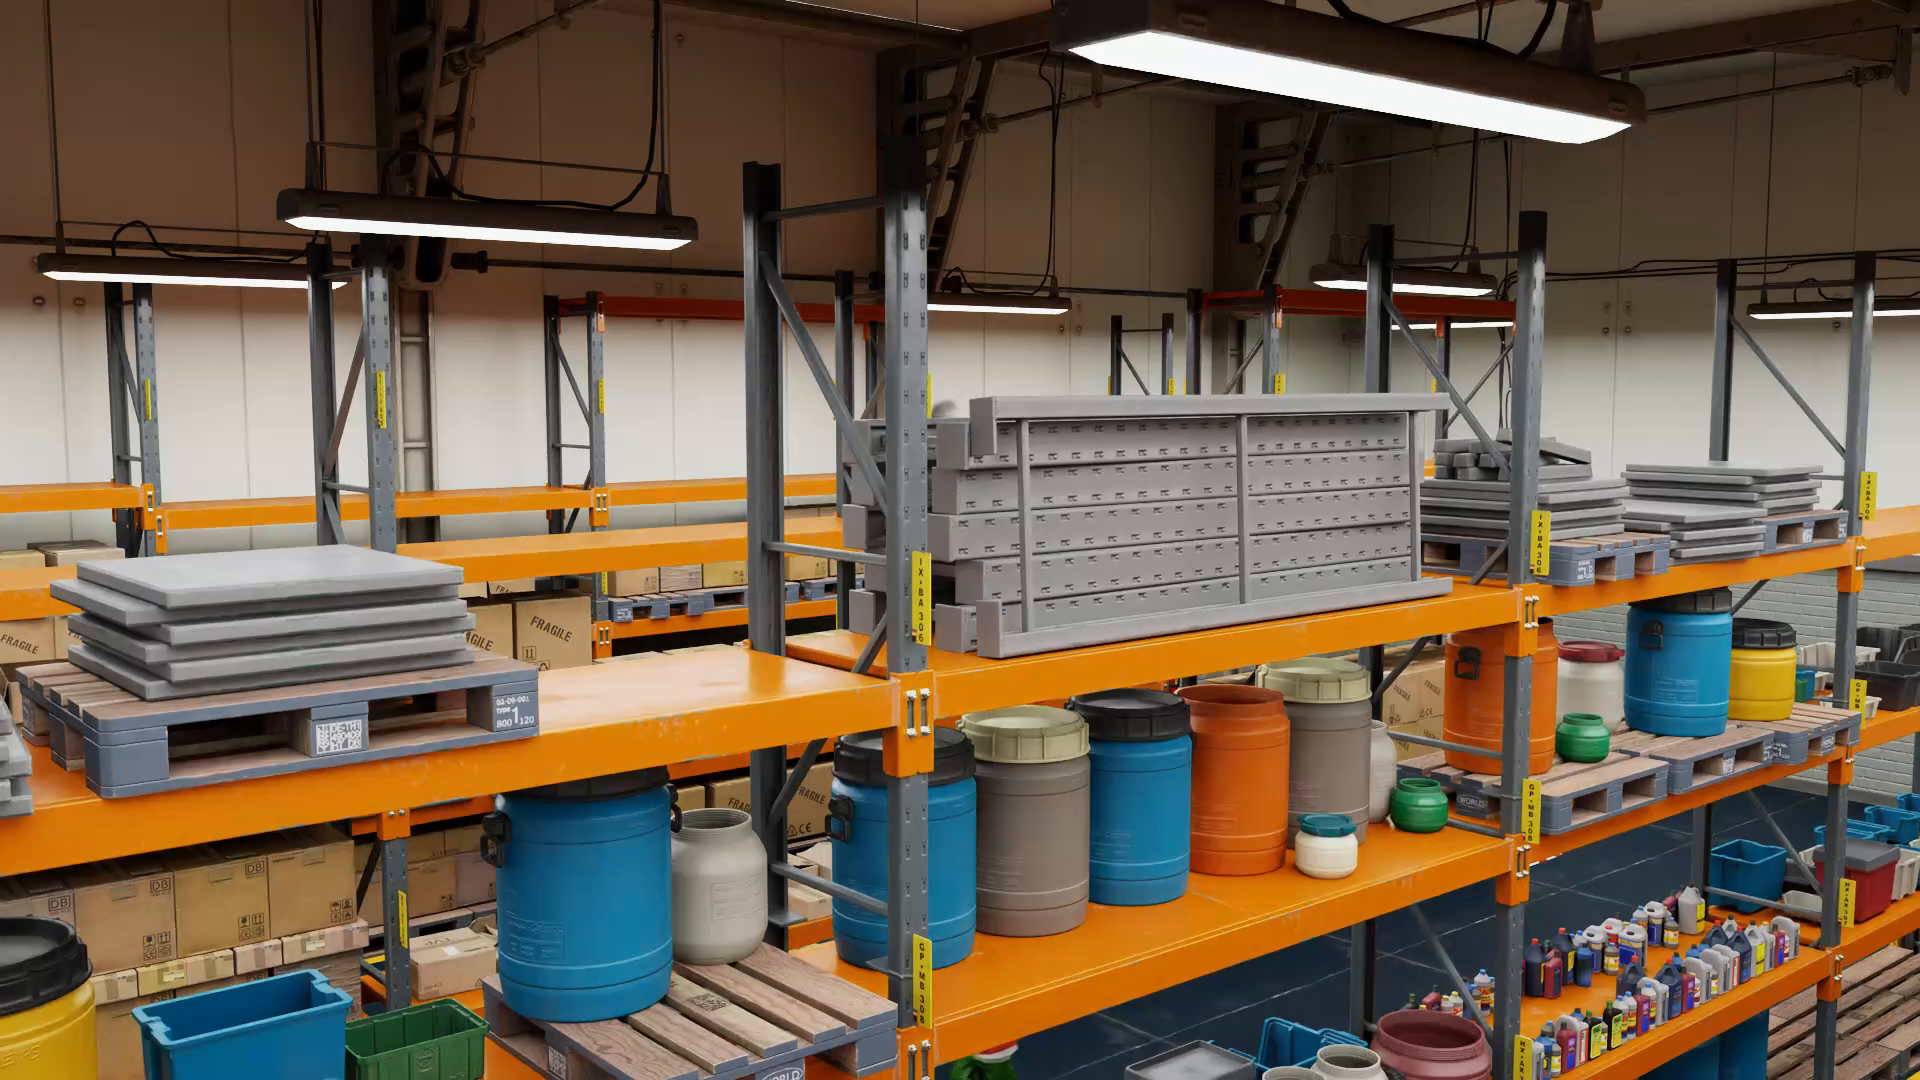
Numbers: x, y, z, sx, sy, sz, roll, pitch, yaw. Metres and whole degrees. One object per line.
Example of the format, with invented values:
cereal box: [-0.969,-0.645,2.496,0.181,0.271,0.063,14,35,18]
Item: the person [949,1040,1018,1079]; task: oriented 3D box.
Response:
person: [0.175,3.242,10.520,0.661,1.765,1.002,5,7,41]
